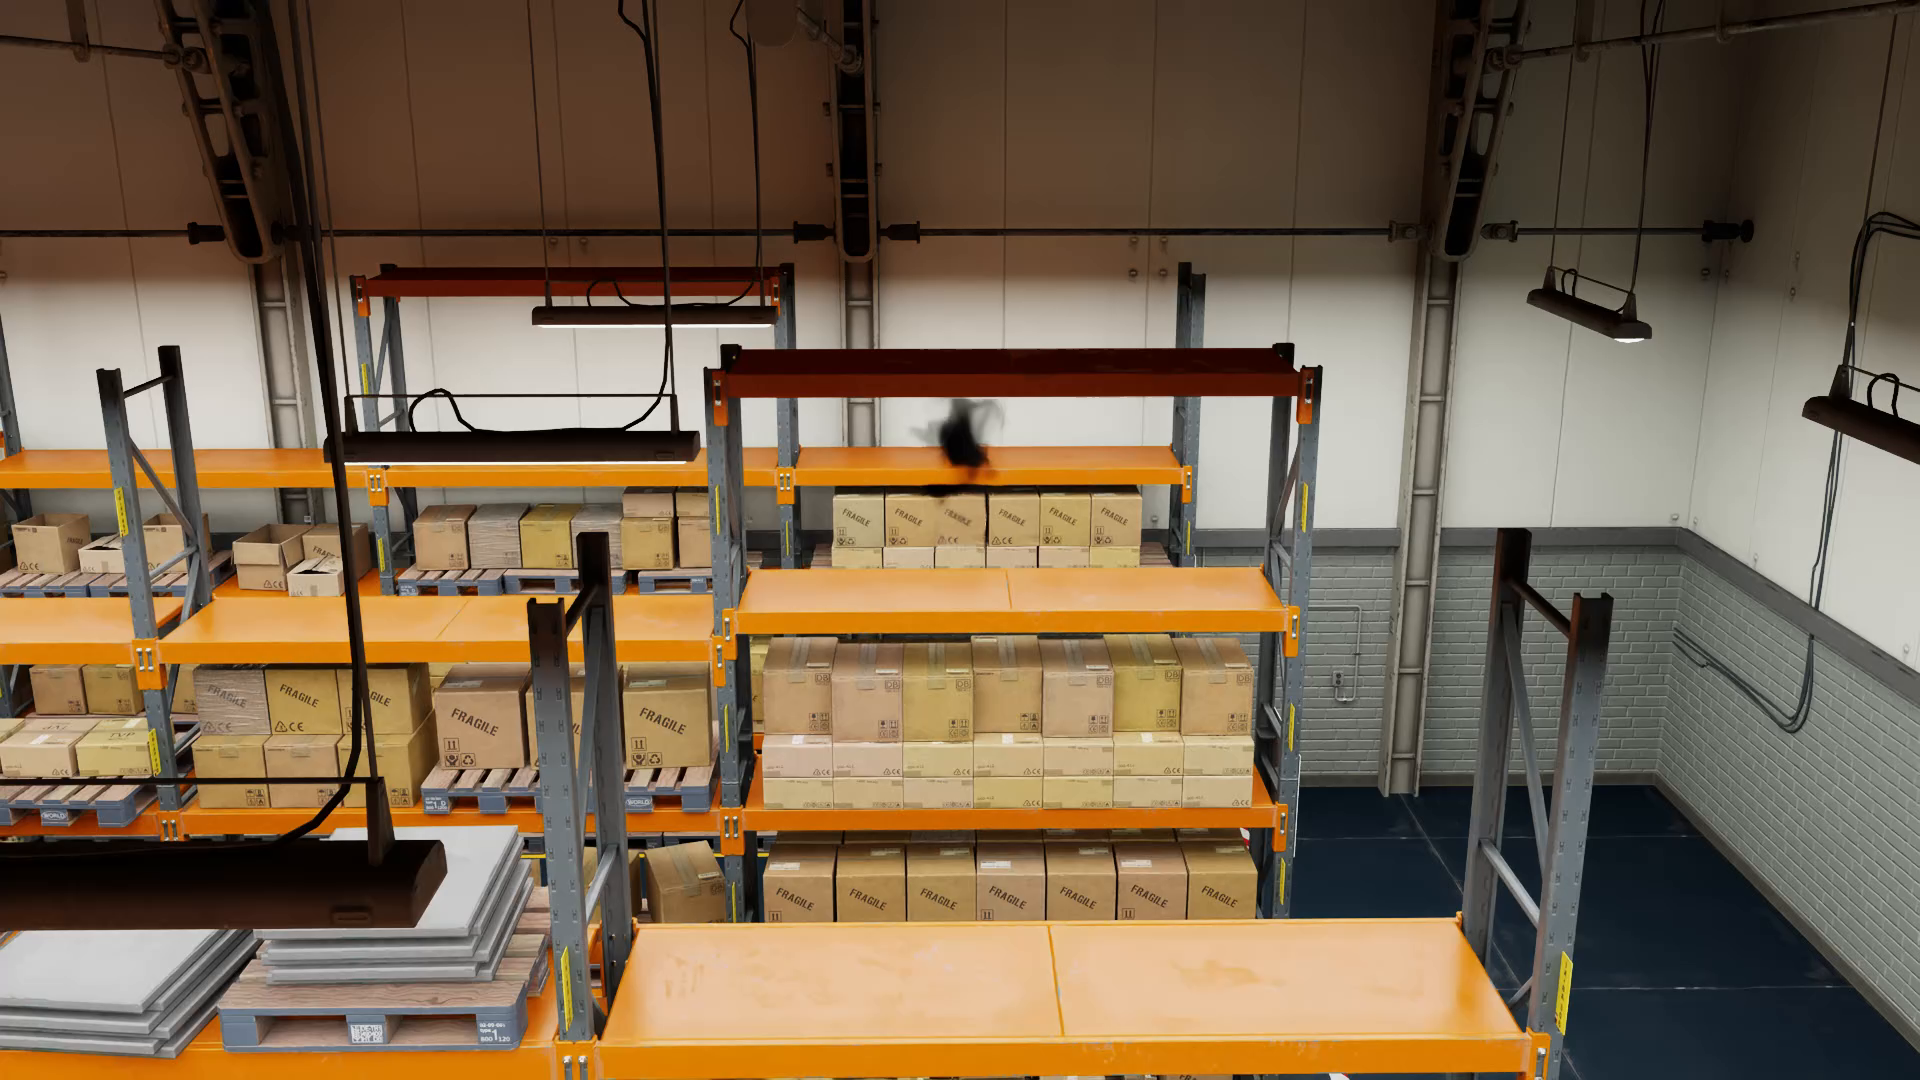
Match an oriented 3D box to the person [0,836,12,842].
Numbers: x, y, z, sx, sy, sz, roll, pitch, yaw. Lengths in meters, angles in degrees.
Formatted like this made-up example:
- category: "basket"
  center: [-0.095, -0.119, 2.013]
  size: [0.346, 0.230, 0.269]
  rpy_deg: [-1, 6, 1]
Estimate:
- category: "person"
  center: [-8.411, 3.153, 14.657]
  size: [0.936, 1.658, 0.607]
  rpy_deg: [-4, 17, -14]
